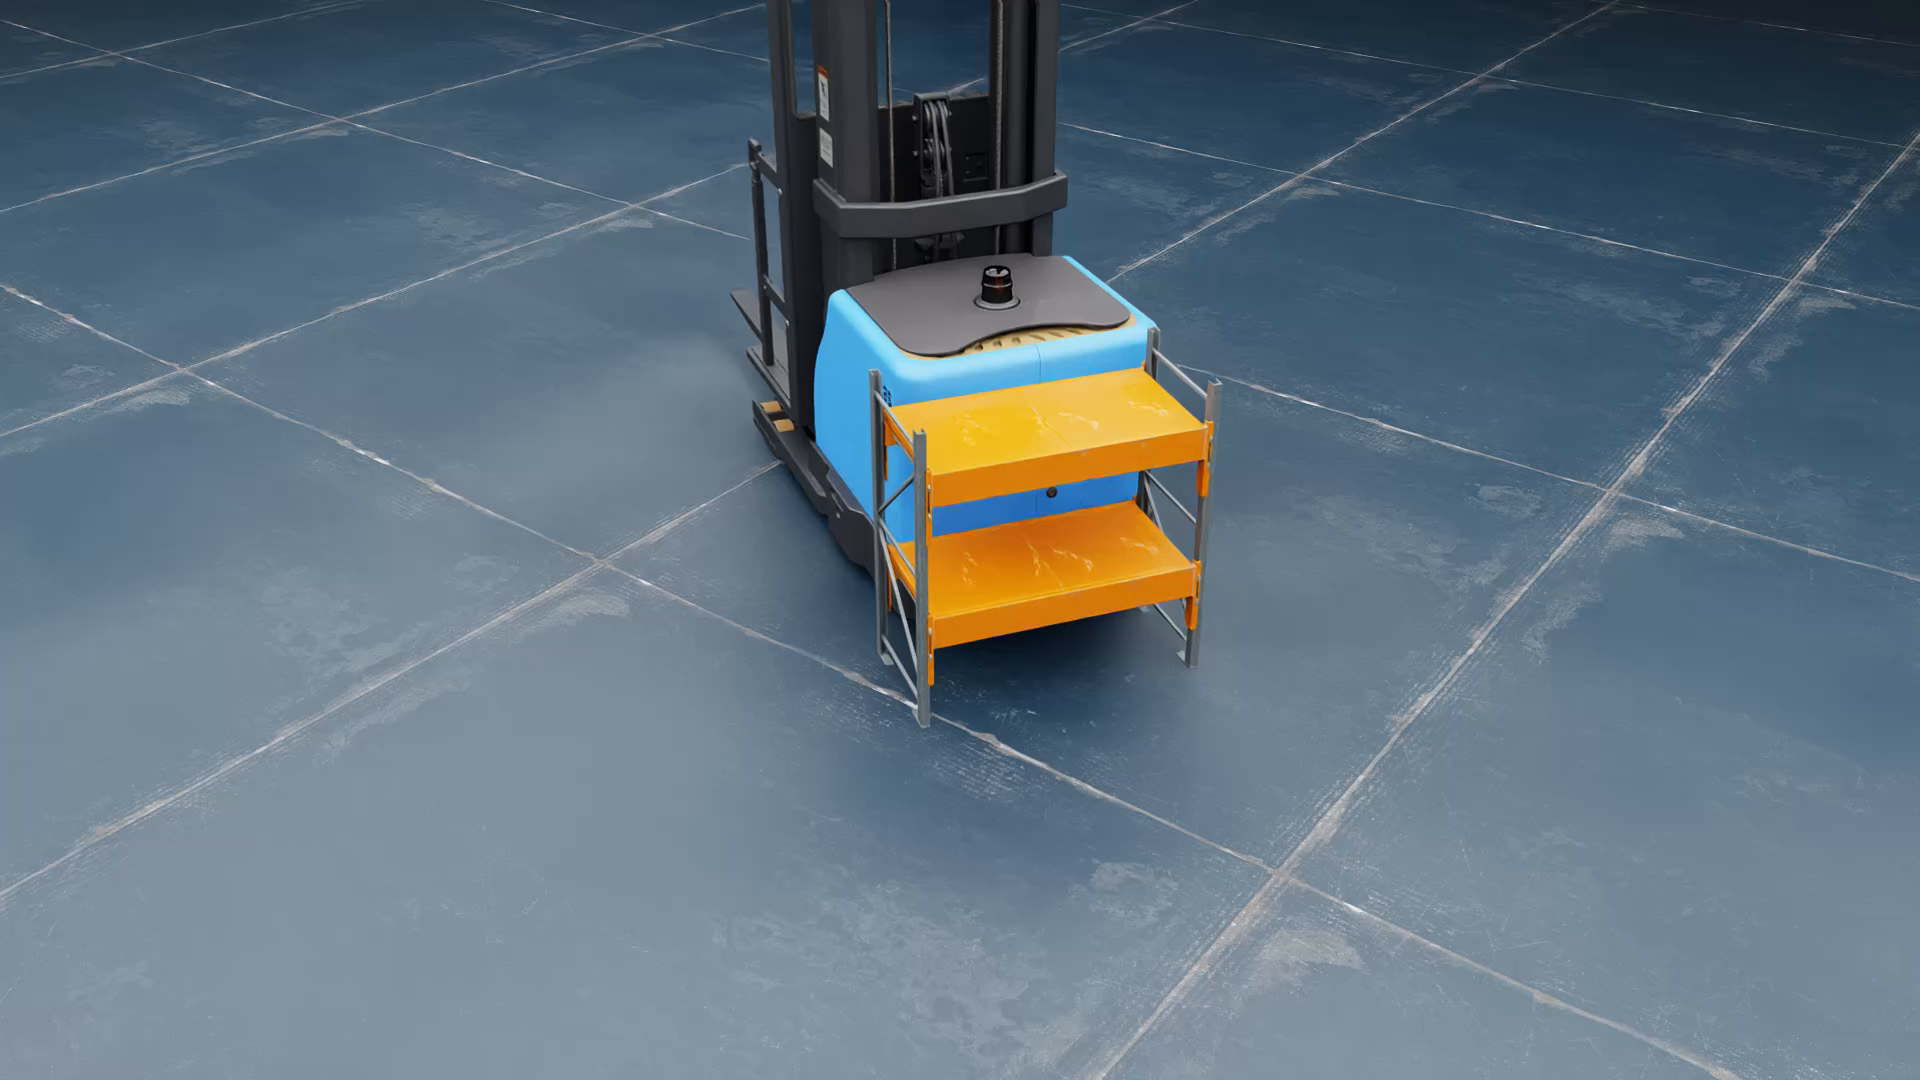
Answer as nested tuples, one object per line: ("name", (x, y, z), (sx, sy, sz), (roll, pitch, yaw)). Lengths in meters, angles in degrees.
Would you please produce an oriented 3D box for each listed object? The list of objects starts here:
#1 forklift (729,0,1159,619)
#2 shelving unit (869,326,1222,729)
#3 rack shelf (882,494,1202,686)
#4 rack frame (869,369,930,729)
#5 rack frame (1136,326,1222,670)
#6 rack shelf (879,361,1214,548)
("forklift", (-0.289, -1.704, 6.750), (1.130, 2.935, 3.031), (-12, 33, -19))
("shelving unit", (0.275, -0.051, 5.732), (1.048, 1.125, 0.538), (-11, 32, -17))
("rack shelf", (0.275, 0.160, 5.856), (1.000, 0.278, 0.538), (-11, 32, -17))
("rack frame", (-0.202, 0.039, 5.581), (0.032, 1.125, 0.500), (-11, 32, -17))
("rack frame", (0.753, -0.140, 5.882), (0.032, 1.125, 0.500), (-11, 32, -17))
("rack shelf", (0.275, -0.302, 5.582), (1.000, 0.278, 0.538), (-11, 32, -17))
